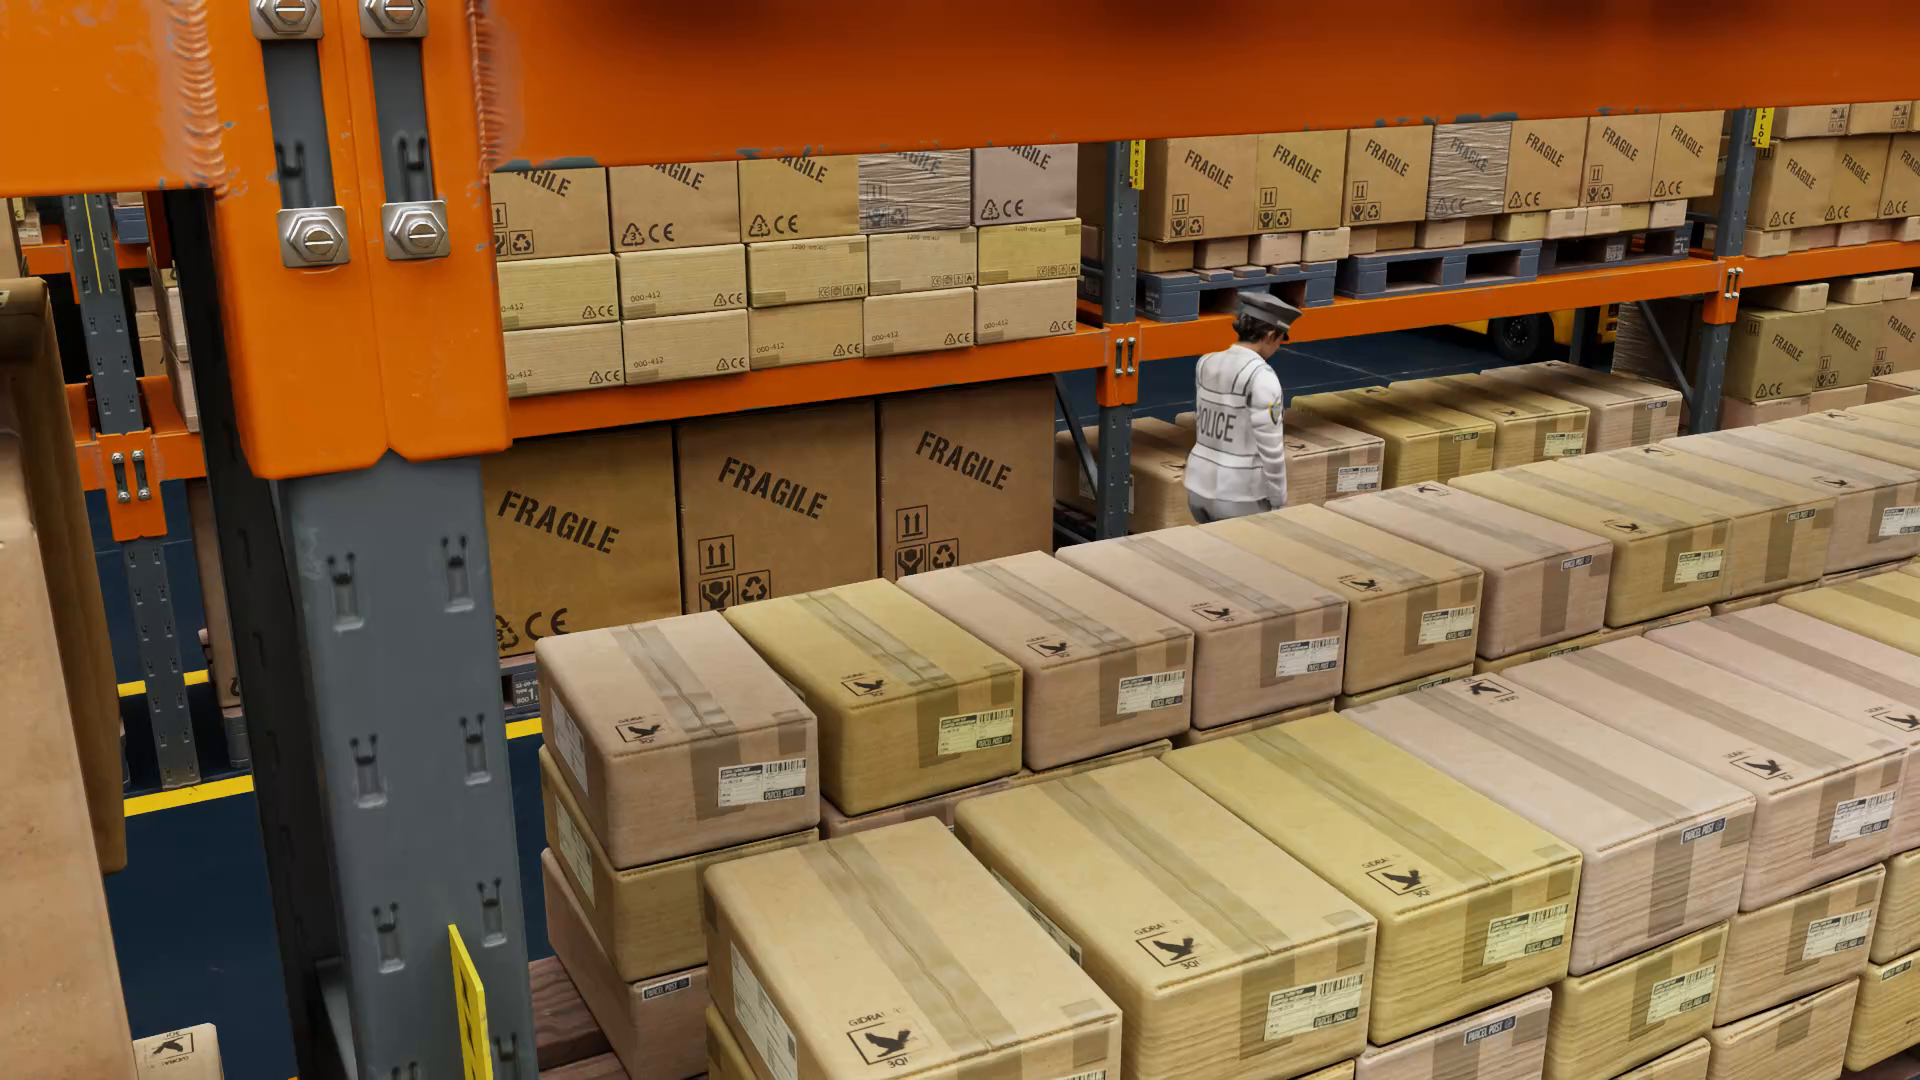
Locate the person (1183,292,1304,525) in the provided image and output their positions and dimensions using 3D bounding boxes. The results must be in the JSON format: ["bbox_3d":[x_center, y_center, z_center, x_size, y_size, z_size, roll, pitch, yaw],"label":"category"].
[{"bbox_3d":[1.115,-0.176,6.663,0.446,1.626,0.500,-9,21,-25],"label":"person"}]
